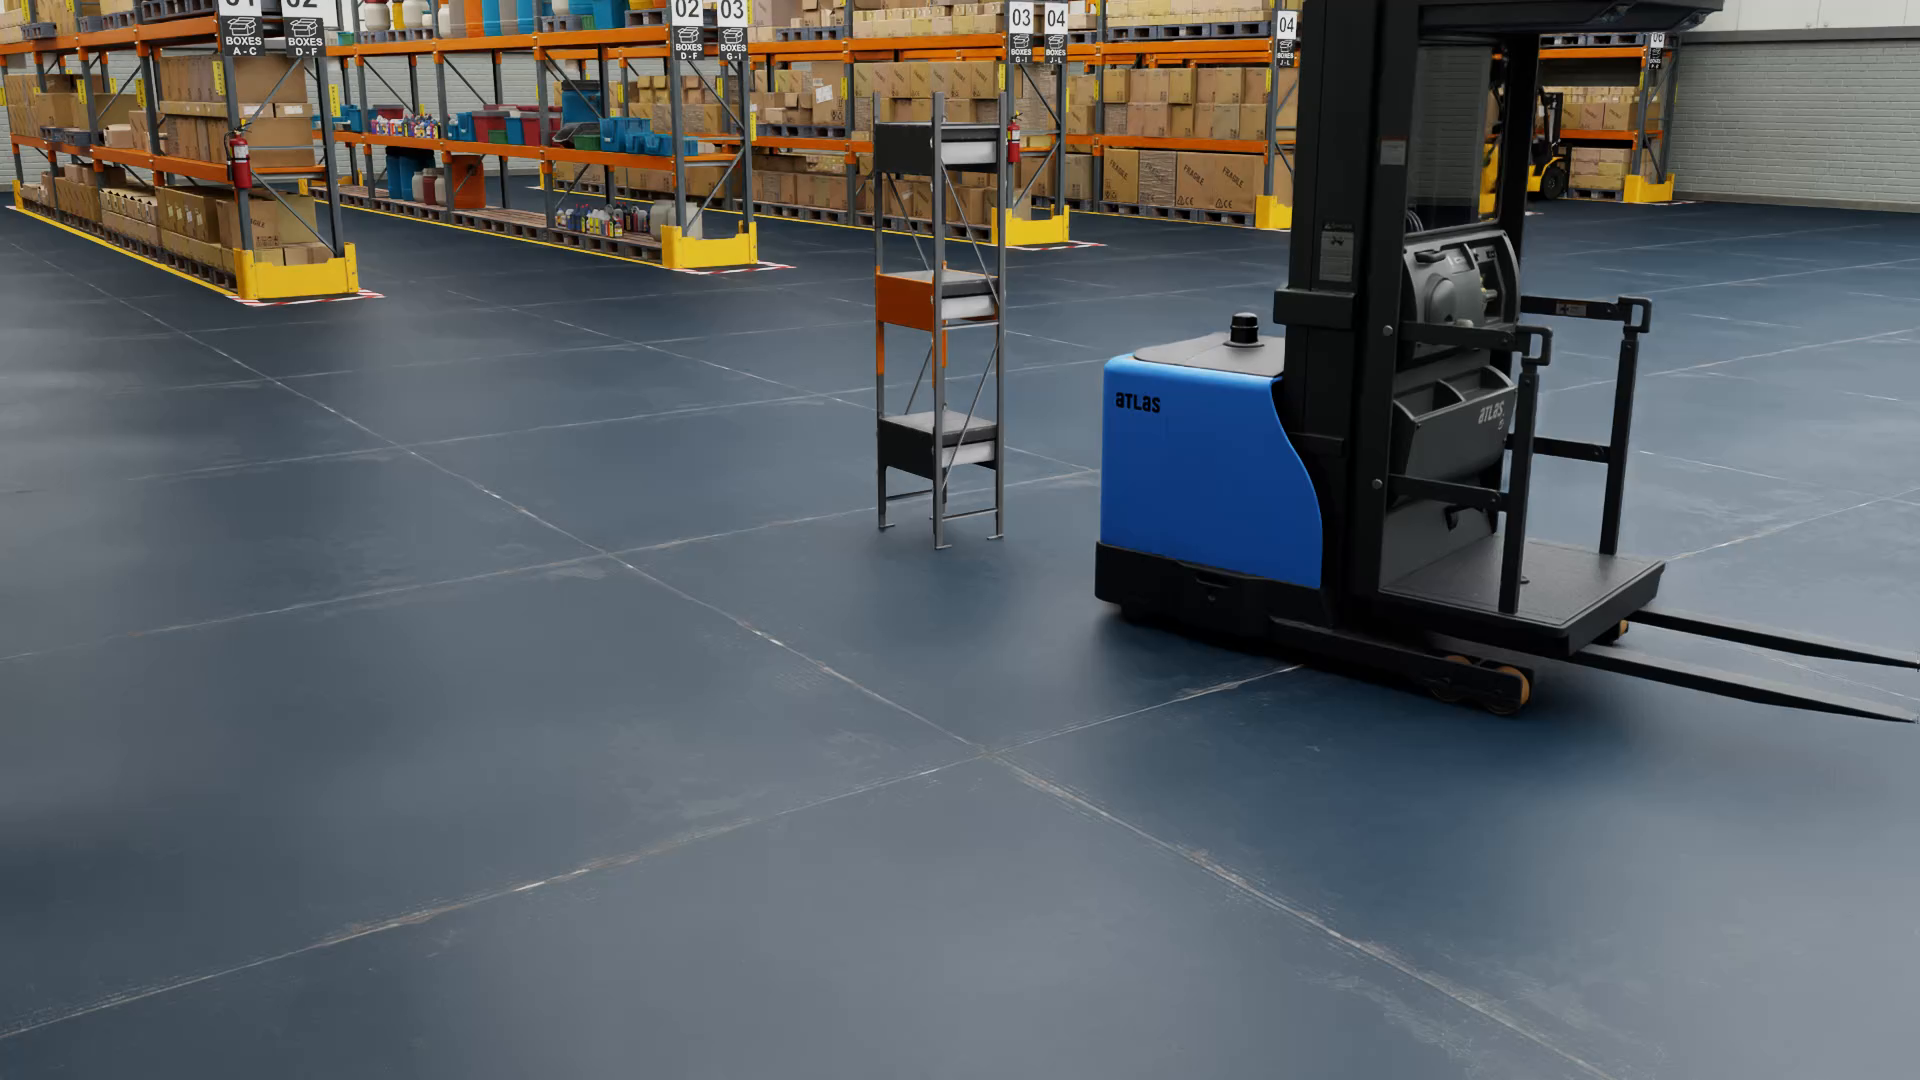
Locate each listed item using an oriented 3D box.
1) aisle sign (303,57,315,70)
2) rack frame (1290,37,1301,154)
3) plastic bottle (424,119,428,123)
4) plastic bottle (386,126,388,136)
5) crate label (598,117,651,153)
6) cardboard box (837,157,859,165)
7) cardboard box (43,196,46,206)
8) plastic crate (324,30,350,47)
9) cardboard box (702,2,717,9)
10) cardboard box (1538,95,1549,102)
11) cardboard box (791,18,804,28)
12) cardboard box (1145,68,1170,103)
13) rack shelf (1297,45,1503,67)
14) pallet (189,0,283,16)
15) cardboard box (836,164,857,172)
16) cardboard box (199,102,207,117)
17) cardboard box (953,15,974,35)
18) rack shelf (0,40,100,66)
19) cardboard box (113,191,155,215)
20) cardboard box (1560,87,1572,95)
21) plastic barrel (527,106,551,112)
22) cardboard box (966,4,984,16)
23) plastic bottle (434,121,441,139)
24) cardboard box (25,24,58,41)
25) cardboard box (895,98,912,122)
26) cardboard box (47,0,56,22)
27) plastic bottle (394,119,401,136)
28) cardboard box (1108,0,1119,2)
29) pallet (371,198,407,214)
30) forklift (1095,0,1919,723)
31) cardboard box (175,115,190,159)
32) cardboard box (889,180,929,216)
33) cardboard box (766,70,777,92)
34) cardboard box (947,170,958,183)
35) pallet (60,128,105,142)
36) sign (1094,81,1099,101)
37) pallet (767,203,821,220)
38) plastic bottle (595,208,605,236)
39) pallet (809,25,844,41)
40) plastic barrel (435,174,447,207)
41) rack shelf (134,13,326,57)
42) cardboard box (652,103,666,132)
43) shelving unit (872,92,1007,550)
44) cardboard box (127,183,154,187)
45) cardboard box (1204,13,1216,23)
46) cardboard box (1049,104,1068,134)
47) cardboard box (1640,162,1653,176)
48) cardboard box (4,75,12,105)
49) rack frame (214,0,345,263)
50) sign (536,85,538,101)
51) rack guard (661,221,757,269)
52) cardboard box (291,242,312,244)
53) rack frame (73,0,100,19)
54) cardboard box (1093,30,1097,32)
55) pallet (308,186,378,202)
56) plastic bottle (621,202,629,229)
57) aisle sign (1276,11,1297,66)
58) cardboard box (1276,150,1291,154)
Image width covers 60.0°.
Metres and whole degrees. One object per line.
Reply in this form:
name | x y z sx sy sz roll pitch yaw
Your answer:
aisle sign | -12.670 -9.456 32.017 0.394 0.787 0.004 -11 19 -35
rack frame | 6.691 -7.977 31.539 1.000 3.000 0.127 -11 19 -35
plastic bottle | -9.121 -7.073 28.481 0.097 0.271 0.097 0 15 0
plastic bottle | -9.696 -6.976 28.257 0.097 0.201 0.097 0 15 0
crate label | -4.281 -5.184 21.267 0.502 0.435 0.616 -11 19 -35
cardboard box | -2.378 -8.045 35.267 0.380 0.149 0.250 -10 18 -33
cardboard box | -14.878 -5.596 27.406 0.380 0.149 0.250 -11 19 -35
plastic crate | -11.334 -9.101 30.188 0.437 0.282 0.530 -11 19 -35
cardboard box | -4.094 -9.111 29.010 0.797 0.503 0.637 -10 18 -31
cardboard box | 11.571 -8.667 32.643 0.380 0.149 0.250 -11 19 -36
cardboard box | -2.509 -8.360 26.905 0.380 0.166 0.250 -12 19 -36
cardboard box | 3.559 -7.460 27.321 0.875 0.550 0.550 -11 19 -35
rack shelf | 7.867 -8.650 29.678 1.077 0.370 4.000 -11 19 -35
pallet | -7.384 -5.607 17.365 1.003 0.211 1.213 -11 19 -35
cardboard box | -2.400 -7.884 35.242 0.380 0.149 0.250 -10 18 -33
cardboard box | -8.130 -4.737 18.284 0.380 0.149 0.250 -10 18 -33
cardboard box | 0.242 -7.129 23.042 0.500 0.250 0.500 -11 19 -34
rack shelf | -15.220 -8.137 27.805 1.077 0.370 4.000 -11 19 -35
cardboard box | -11.008 -4.525 22.279 0.500 0.311 0.500 -11 19 -36
cardboard box | 11.843 -8.699 32.197 0.380 0.149 0.250 -10 18 -33
plastic barrel | -6.148 -6.131 24.536 0.433 0.535 0.433 0 15 0
cardboard box | 0.303 -7.277 22.830 0.380 0.149 0.250 -12 19 -37
plastic bottle | -8.267 -6.488 26.320 0.061 0.283 0.133 -11 19 -35
cardboard box | -14.546 -8.047 26.398 0.500 0.250 0.500 -11 19 -35
cardboard box | -0.470 -6.321 24.738 0.875 0.500 0.500 -11 19 -35
cardboard box | -13.396 -8.098 25.124 0.600 0.600 0.600 -11 19 -35
plastic bottle | -9.391 -6.913 27.888 0.152 0.276 0.135 -11 19 -35
cardboard box | 2.685 -9.018 27.640 0.380 0.149 0.250 -11 19 -34
pallet | -9.616 -5.862 29.094 1.003 0.211 1.213 -11 19 -35
forklift | 2.019 -0.958 6.025 3.031 2.935 1.130 12 20 38
cardboard box | -8.759 -4.745 19.540 0.700 0.500 0.500 -11 19 -35
cardboard box | -0.780 -5.223 25.416 0.500 0.500 0.500 -5 16 -17
cardboard box | -3.959 -10.180 36.940 0.500 0.500 0.500 -10 18 -33
cardboard box | -0.204 -7.138 32.414 0.500 0.500 0.500 -11 19 -35
pallet | -12.840 -6.078 24.965 1.003 0.211 1.213 -11 19 -35
sign | 2.313 -7.621 28.195 0.100 0.325 0.005 -11 19 -35
pallet | -2.506 -5.521 27.846 1.003 0.211 1.213 -11 19 -35
plastic bottle | -4.723 -4.197 21.913 0.144 0.351 0.185 -10 18 -32
pallet | -1.602 -7.943 26.090 1.213 0.211 1.003 -11 19 -35
plastic barrel | -8.389 -5.735 27.266 0.421 0.512 0.421 0 15 0
rack shelf | -8.165 -5.575 18.443 1.077 0.370 4.000 -11 19 -35
cardboard box | -5.371 -7.844 30.864 0.500 0.500 0.500 -11 19 -36
shelving unit | -0.097 -1.048 7.928 0.431 2.100 0.503 -11 19 -35
cardboard box | -12.041 -5.015 24.619 0.500 0.500 0.500 -12 19 -37
cardboard box | 4.030 -8.145 25.963 0.380 0.149 0.250 -11 19 -35
cardboard box | 1.926 -7.413 29.290 0.500 0.500 0.500 -11 19 -35
cardboard box | 12.947 -7.144 31.963 0.500 0.250 0.500 -10 18 -34
cardboard box | -16.349 -7.859 29.025 0.500 0.500 0.500 -10 18 -33
rack frame | -6.989 -4.048 17.183 1.000 3.000 0.127 -11 19 -35
sign | -8.834 -9.372 34.847 0.100 0.325 0.005 -11 19 -35
rack guard | -3.063 -3.619 20.352 1.175 0.500 0.348 -11 19 -35
cardboard box | -7.421 -3.179 18.423 0.500 0.250 0.500 -11 19 -35
rack frame | -11.693 -8.650 22.633 1.000 3.000 0.127 -11 19 -35
cardboard box | 3.068 -10.860 35.406 0.500 0.500 0.500 -11 19 -34
pallet | -11.934 -6.705 32.175 1.003 0.211 1.213 -11 19 -35
plastic bottle | -4.607 -4.471 22.913 0.144 0.351 0.185 -12 19 -37
aisle sign | 4.897 -7.525 24.964 0.394 0.787 0.004 -11 19 -35
cardboard box | 7.643 -8.765 38.357 0.500 0.500 0.500 -11 19 -35
